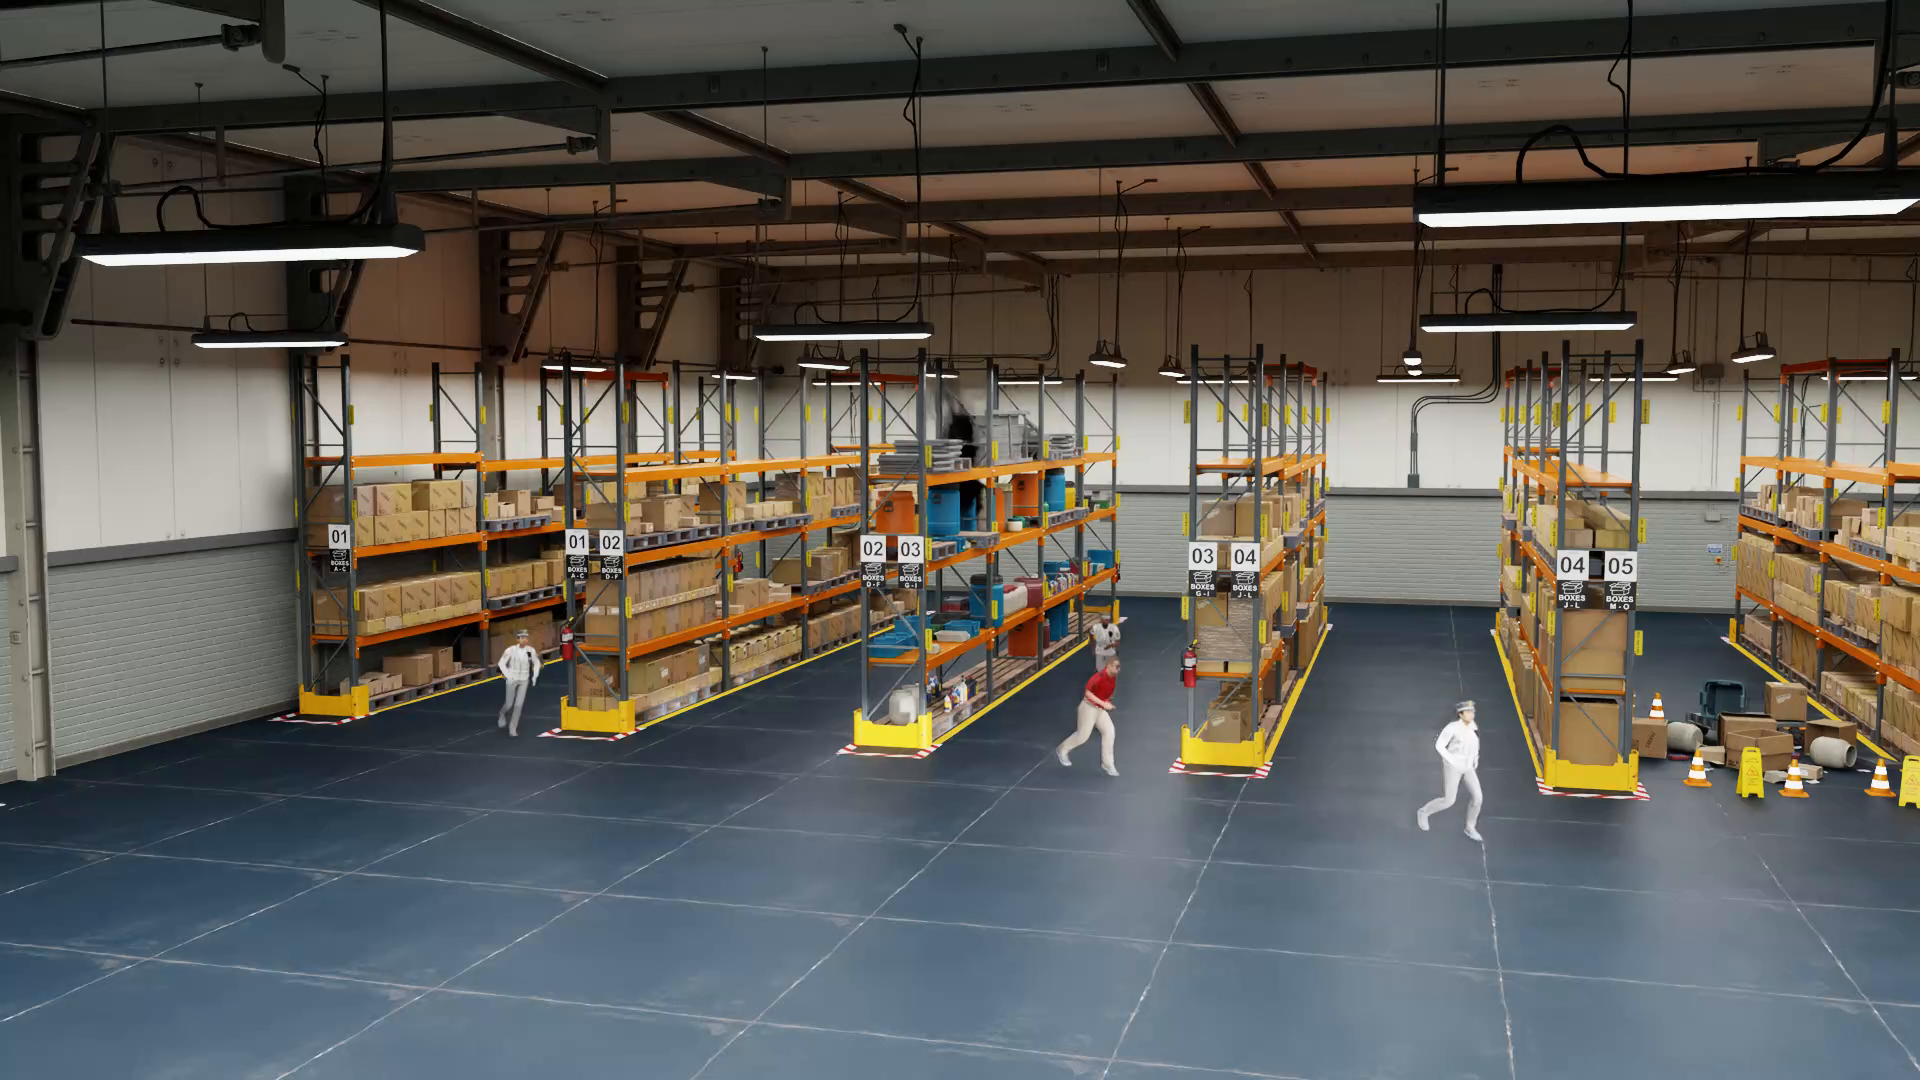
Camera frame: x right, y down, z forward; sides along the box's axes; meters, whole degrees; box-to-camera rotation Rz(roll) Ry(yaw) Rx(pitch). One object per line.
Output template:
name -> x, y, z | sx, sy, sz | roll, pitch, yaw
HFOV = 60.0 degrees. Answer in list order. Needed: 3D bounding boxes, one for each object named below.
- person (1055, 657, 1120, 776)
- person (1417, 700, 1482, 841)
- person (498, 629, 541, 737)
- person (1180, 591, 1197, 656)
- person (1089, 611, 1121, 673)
person -> 1.808, 2.456, 23.382 | 1.018, 1.696, 0.703 | 3, 5, 31
person -> 5.902, 2.717, 19.831 | 0.676, 1.692, 0.753 | -3, 5, -38
person -> -6.943, 2.218, 26.254 | 0.655, 1.661, 0.653 | -2, 5, -25
person -> 4.803, 1.627, 33.971 | 0.661, 1.682, 0.585 | 2, 5, 22
person -> 2.535, 2.029, 29.118 | 0.562, 1.614, 0.675 | 1, 4, 7
